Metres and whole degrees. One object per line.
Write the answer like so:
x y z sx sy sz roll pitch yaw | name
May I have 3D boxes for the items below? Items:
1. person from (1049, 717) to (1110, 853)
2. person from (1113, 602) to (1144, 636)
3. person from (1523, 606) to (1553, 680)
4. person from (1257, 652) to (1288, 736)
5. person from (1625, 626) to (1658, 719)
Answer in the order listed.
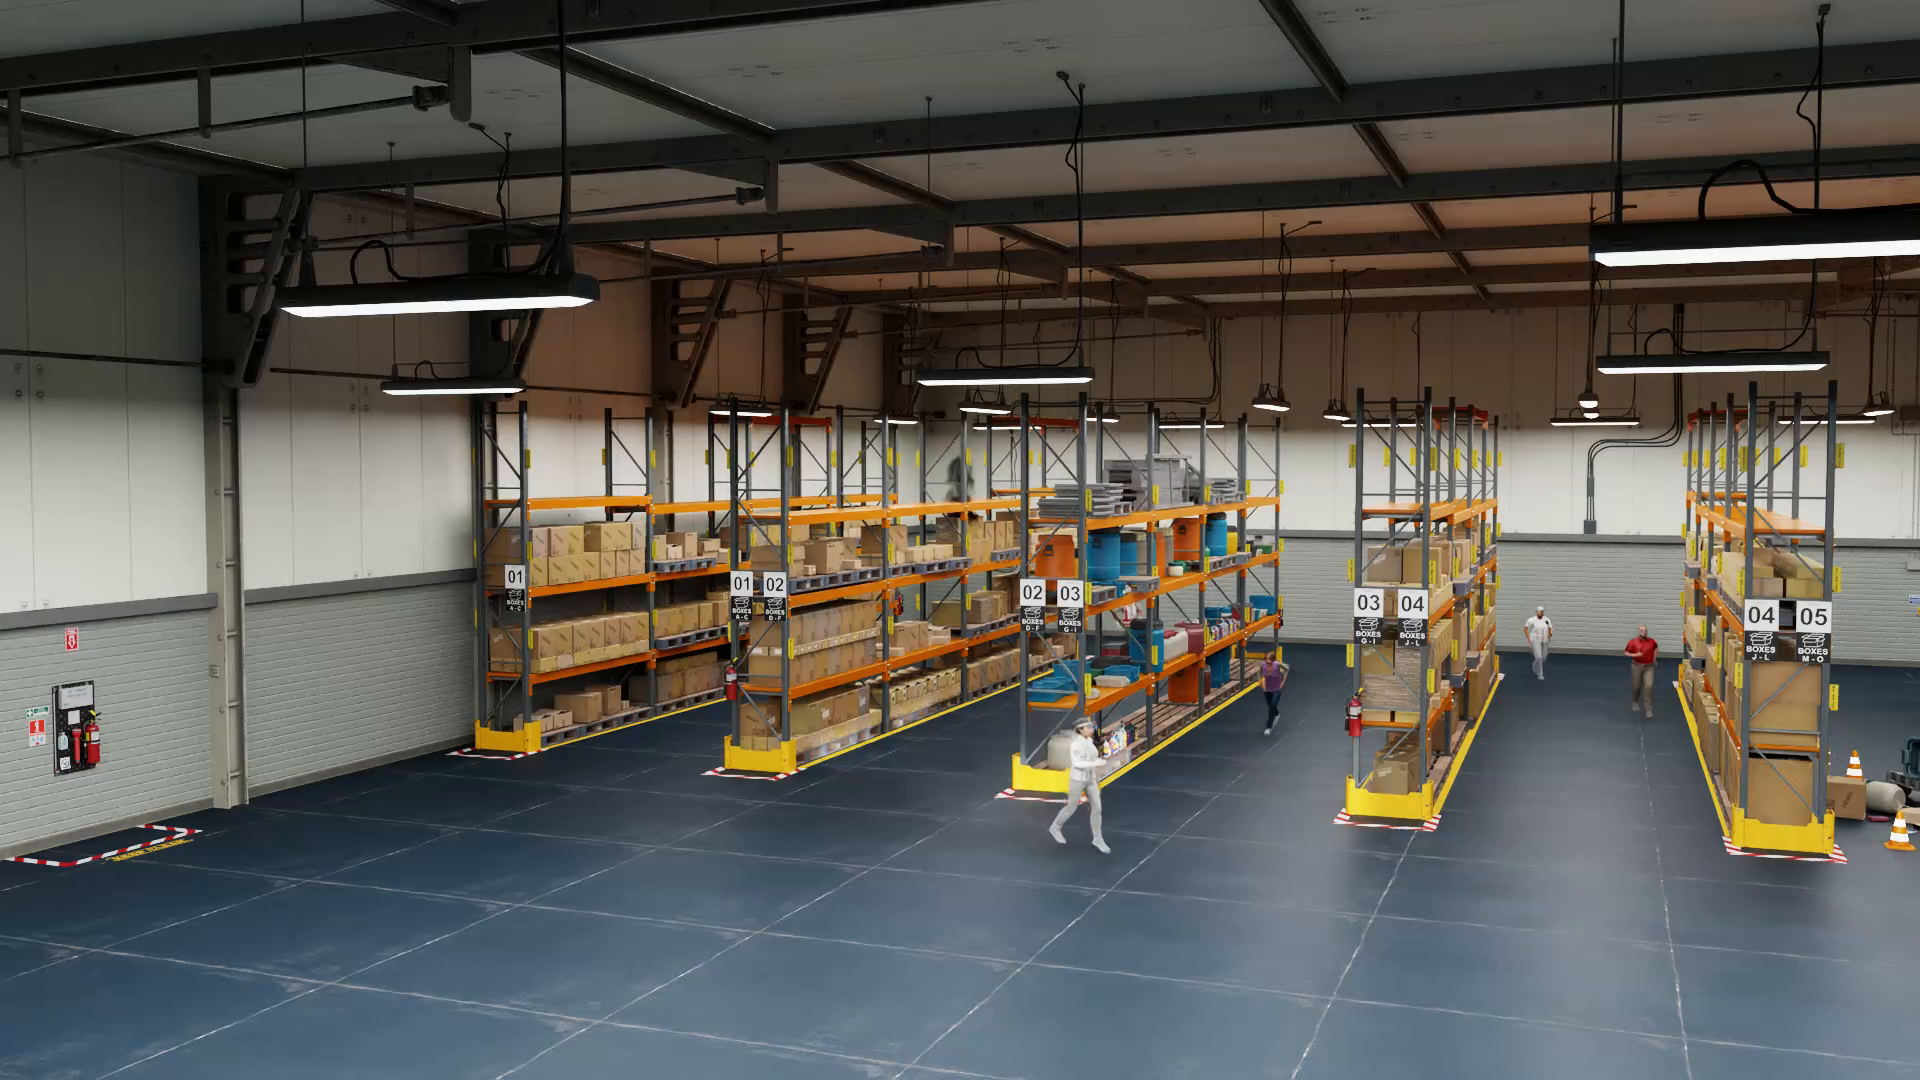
1.538 3.100 21.292 0.883 1.720 0.589 2 4 40 | person
4.231 2.128 41.243 0.754 1.725 0.574 -1 3 -21 | person
13.252 2.352 38.055 0.642 1.677 0.757 0 3 -3 | person
5.730 2.779 30.422 0.571 1.547 0.916 1 3 18 | person
13.307 2.546 32.442 0.655 1.753 0.917 1 3 13 | person
